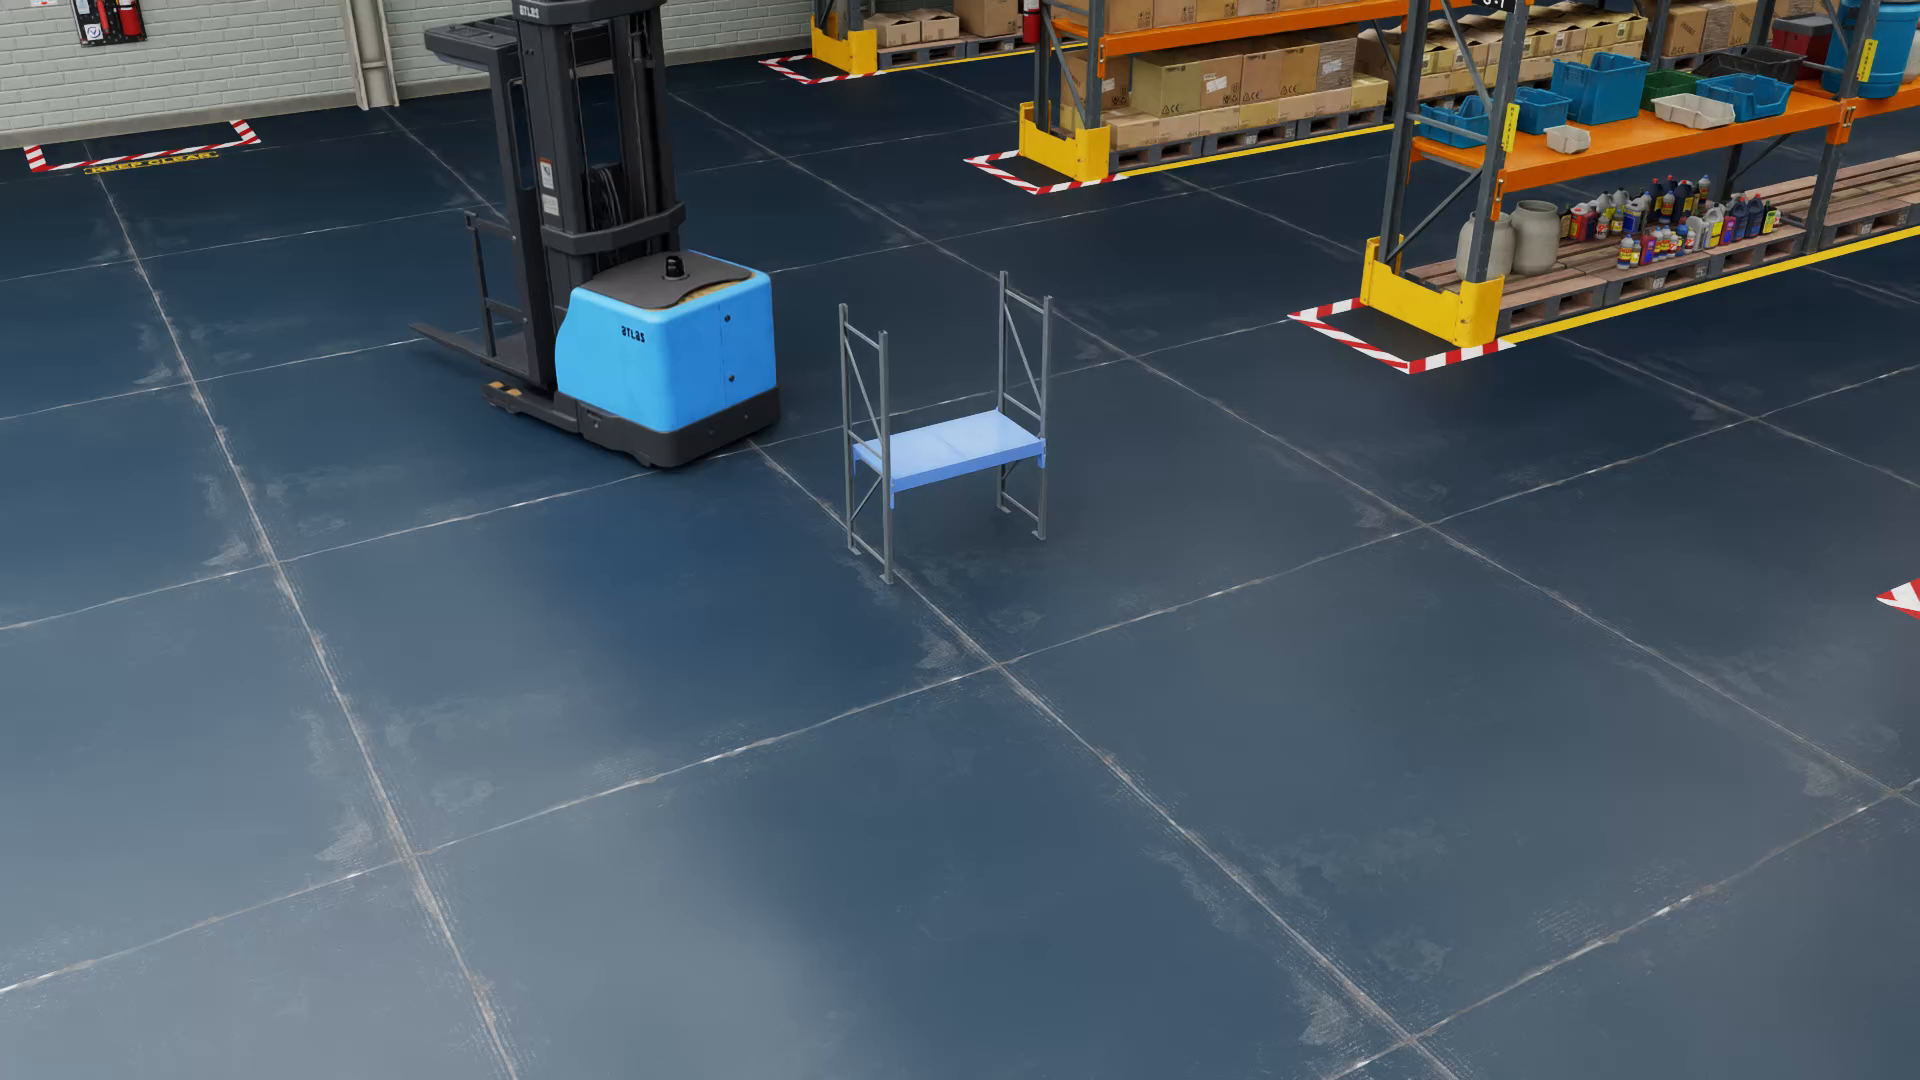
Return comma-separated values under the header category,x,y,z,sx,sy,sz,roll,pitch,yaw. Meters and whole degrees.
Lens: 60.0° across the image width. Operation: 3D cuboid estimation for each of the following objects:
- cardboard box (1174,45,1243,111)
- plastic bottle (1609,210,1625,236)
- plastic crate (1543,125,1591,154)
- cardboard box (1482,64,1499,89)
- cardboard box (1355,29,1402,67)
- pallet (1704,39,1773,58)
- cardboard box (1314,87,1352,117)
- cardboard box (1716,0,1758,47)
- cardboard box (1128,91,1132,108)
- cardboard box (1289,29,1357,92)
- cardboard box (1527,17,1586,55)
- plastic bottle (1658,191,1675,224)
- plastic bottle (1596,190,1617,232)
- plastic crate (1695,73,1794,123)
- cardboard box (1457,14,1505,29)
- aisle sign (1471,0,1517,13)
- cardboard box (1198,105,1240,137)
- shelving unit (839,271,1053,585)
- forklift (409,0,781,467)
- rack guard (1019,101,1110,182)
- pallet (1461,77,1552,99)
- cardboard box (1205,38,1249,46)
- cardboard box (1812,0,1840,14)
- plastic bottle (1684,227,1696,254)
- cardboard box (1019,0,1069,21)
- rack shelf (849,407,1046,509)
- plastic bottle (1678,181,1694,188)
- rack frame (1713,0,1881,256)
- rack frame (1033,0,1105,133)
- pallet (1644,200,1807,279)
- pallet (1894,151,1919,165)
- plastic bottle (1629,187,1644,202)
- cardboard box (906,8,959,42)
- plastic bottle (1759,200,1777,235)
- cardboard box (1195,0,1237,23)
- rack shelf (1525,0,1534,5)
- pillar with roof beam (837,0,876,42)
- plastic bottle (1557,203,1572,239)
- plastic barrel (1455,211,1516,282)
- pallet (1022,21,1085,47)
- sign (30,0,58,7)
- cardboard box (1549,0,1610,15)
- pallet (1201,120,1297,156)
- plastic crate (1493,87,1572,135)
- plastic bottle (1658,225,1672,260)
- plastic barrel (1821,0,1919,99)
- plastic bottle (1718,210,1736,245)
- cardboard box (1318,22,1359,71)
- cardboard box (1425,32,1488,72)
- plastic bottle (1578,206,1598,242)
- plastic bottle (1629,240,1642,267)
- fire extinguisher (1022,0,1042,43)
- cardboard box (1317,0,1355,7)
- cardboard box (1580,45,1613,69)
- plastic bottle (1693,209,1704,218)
category,x,y,z,sx,sy,sz,roll,pitch,yaw
cardboard box,2.468,-4.634,16.677,0.500,0.500,0.500,-16,33,-26
plastic bottle,5.497,-2.658,13.903,0.097,0.201,0.097,0,29,0
plastic crate,4.479,-2.941,12.248,0.250,0.136,0.298,-16,33,-26
cardboard box,5.847,-5.243,18.557,0.500,0.250,0.500,-17,33,-28
cardboard box,4.691,-5.459,18.368,0.500,0.311,0.500,-16,33,-26
pallet,9.649,-6.237,20.833,1.213,0.211,1.003,-16,33,-26
cardboard box,3.762,-4.672,17.523,0.500,0.250,0.500,-16,33,-26
cardboard box,9.357,-6.336,20.258,0.500,0.500,0.500,-16,33,-27
cardboard box,1.776,-4.398,17.025,0.500,0.250,0.500,-16,33,-26
cardboard box,3.761,-5.001,17.343,0.500,0.500,0.500,-16,33,-26
cardboard box,6.728,-5.737,18.871,0.500,0.311,0.500,-16,33,-27
plastic bottle,6.023,-2.838,14.157,0.097,0.271,0.097,0,29,0
plastic bottle,5.398,-2.763,13.938,0.185,0.351,0.144,-14,32,-24
plastic crate,6.177,-3.502,13.144,0.616,0.251,0.499,-16,33,-26
cardboard box,6.003,-5.832,19.044,0.500,0.311,0.500,-16,33,-27
aisle sign,3.631,-3.970,11.149,0.004,0.787,0.394,-16,33,-26
cardboard box,2.474,-4.301,16.850,0.500,0.250,0.500,-16,33,-26
shelving unit,-0.074,-0.636,9.350,1.048,1.500,0.538,-16,33,-26
forklift,-2.650,-2.317,10.914,3.031,2.935,1.130,22,36,34
rack guard,1.018,-3.936,16.364,0.348,0.500,1.175,-16,33,-26
pallet,6.156,-5.291,19.120,1.213,0.211,1.003,-16,33,-26
cardboard box,2.637,-4.972,17.290,0.500,0.500,0.500,-16,33,-26
cardboard box,10.674,-6.714,20.943,0.500,0.500,0.500,-16,33,-26
plastic bottle,5.910,-2.436,13.500,0.097,0.201,0.097,0,29,0
cardboard box,1.100,-6.905,21.290,0.500,0.500,0.500,-19,34,-30
rack shelf,-0.074,-0.478,9.437,1.000,0.185,0.538,-16,33,-26
plastic bottle,6.232,-2.965,14.382,0.135,0.276,0.152,-15,32,-25
rack frame,6.993,-3.951,13.804,0.127,3.000,1.000,-16,33,-26
rack frame,1.039,-5.036,15.771,0.127,3.000,1.000,-16,33,-26
pallet,6.393,-2.583,14.212,1.213,0.211,1.003,-16,33,-26
pallet,9.755,-3.536,15.938,1.213,0.211,1.003,-16,33,-26
plastic bottle,5.761,-2.860,14.184,0.133,0.283,0.061,-14,32,-24
cardboard box,-0.341,-6.385,20.544,0.500,0.311,0.500,-13,31,-22
plastic bottle,6.746,-2.699,13.892,0.133,0.283,0.061,-14,32,-24
cardboard box,2.329,-5.438,16.396,0.500,0.500,0.700,-16,33,-26
rack shelf,5.269,-4.459,12.366,4.000,0.370,1.077,-16,33,-26
pillar with roof beam,0.872,-8.464,15.773,0.400,9.000,9.100,-16,33,-26
plastic bottle,4.998,-2.643,13.791,0.133,0.283,0.061,-15,32,-25
plastic barrel,4.073,-2.259,12.879,0.421,0.512,0.421,0,29,0
pallet,1.413,-6.678,21.632,1.213,0.211,1.003,-16,33,-26
sign,-9.161,-5.496,16.567,0.234,0.329,0.001,-16,33,-26
cardboard box,7.336,-6.214,19.736,0.500,0.311,0.500,-15,32,-25
pallet,2.727,-4.316,17.353,1.213,0.211,1.003,-16,33,-26
plastic crate,4.387,-3.310,12.798,0.408,0.251,0.499,-16,33,-26
plastic bottle,5.648,-2.392,13.348,0.097,0.271,0.097,0,29,0
plastic barrel,7.480,-4.139,13.626,0.708,0.901,0.600,-16,33,-26
plastic bottle,6.299,-2.572,13.662,0.133,0.283,0.061,-14,32,-23
cardboard box,3.929,-5.340,17.957,0.500,0.500,0.500,-16,33,-26
cardboard box,5.404,-5.358,18.186,0.500,0.311,0.500,-16,33,-27
plastic bottle,5.192,-2.613,13.737,0.133,0.283,0.061,-16,33,-26
plastic bottle,5.355,-2.278,13.215,0.097,0.201,0.097,0,29,0
fire extinguisher,0.701,-5.167,16.088,0.183,0.674,0.296,-16,33,-26
cardboard box,3.656,-5.816,17.080,0.500,0.500,0.700,-16,33,-27
cardboard box,7.163,-5.616,19.233,0.500,0.250,0.500,-16,33,-27
plastic bottle,6.066,-2.587,13.689,0.133,0.283,0.061,-16,33,-26
